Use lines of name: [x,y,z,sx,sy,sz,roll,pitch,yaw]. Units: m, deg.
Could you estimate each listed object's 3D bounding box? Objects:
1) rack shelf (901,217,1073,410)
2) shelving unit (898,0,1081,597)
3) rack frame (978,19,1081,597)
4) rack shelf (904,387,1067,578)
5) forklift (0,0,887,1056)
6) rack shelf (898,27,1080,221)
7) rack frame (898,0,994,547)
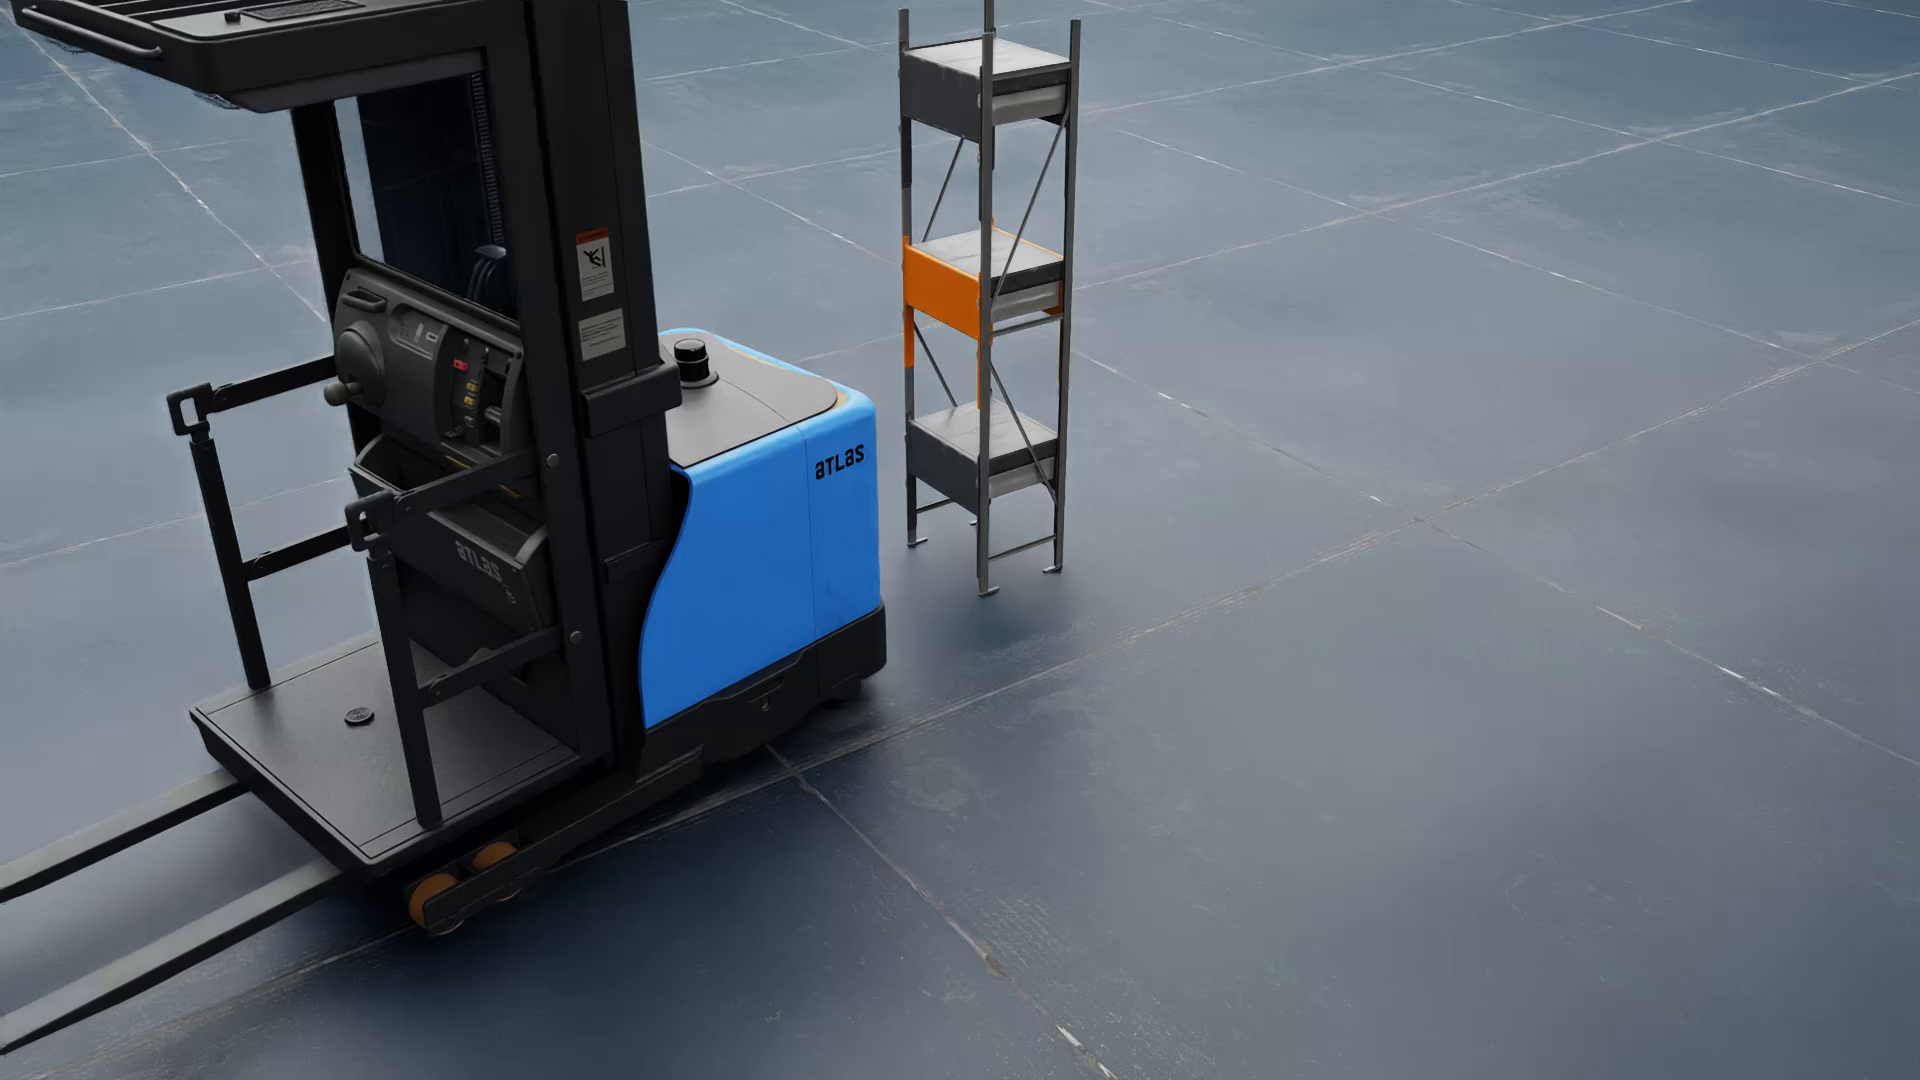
rack shelf: [0.096,-0.846,6.137,0.431,0.518,0.480,-19,34,-31]
shelving unit: [0.096,-0.858,6.130,0.431,2.100,0.503,-19,34,-31]
rack frame: [0.238,-0.763,5.956,0.400,2.100,0.015,-19,34,-31]
rack shelf: [0.096,-0.231,6.471,0.431,0.518,0.480,-19,34,-31]
forklift: [-1.634,-0.451,4.509,1.130,2.935,3.031,24,37,37]
rack shelf: [0.096,-1.461,5.803,0.431,0.518,0.480,-19,34,-31]
rack frame: [-0.046,-0.953,6.305,0.400,2.100,0.015,-19,34,-31]
